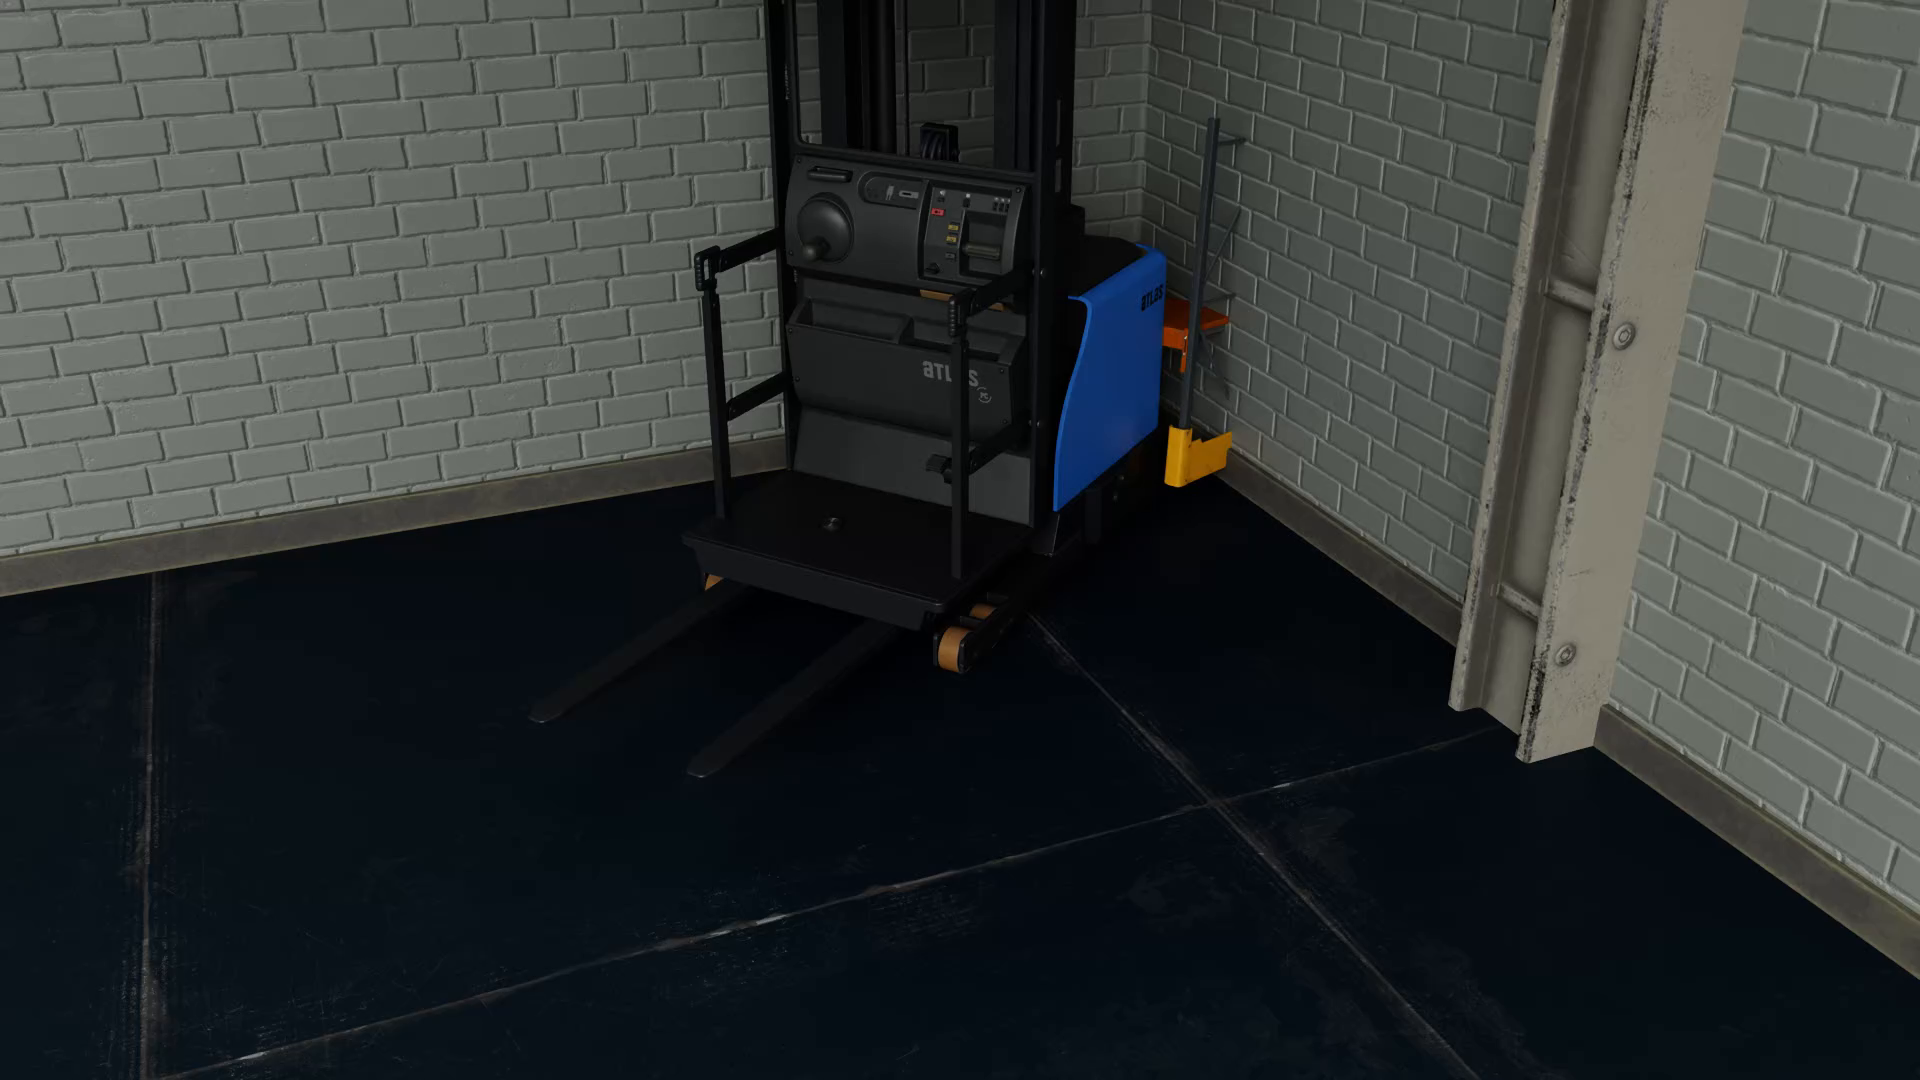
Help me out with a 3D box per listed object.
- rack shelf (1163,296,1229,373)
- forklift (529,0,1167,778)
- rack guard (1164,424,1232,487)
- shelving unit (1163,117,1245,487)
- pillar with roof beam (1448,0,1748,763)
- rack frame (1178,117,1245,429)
[{"bbox_3d":[0.694,-0.964,7.272,1.000,0.185,0.538,18,26,35],"label":"rack shelf"},{"bbox_3d":[-0.303,-1.079,5.618,1.130,2.935,3.031,14,29,26],"label":"forklift"},{"bbox_3d":[1.070,-0.420,7.141,0.087,0.250,0.587,18,26,35],"label":"rack guard"},{"bbox_3d":[0.709,-1.130,7.202,1.083,1.500,0.587,18,26,35],"label":"shelving unit"},{"bbox_3d":[-2.097,-2.699,2.021,9.100,9.000,0.400,-11,28,-21],"label":"pillar with roof beam"},{"bbox_3d":[1.099,-1.003,6.918,0.032,1.500,0.500,18,26,35],"label":"rack frame"}]
